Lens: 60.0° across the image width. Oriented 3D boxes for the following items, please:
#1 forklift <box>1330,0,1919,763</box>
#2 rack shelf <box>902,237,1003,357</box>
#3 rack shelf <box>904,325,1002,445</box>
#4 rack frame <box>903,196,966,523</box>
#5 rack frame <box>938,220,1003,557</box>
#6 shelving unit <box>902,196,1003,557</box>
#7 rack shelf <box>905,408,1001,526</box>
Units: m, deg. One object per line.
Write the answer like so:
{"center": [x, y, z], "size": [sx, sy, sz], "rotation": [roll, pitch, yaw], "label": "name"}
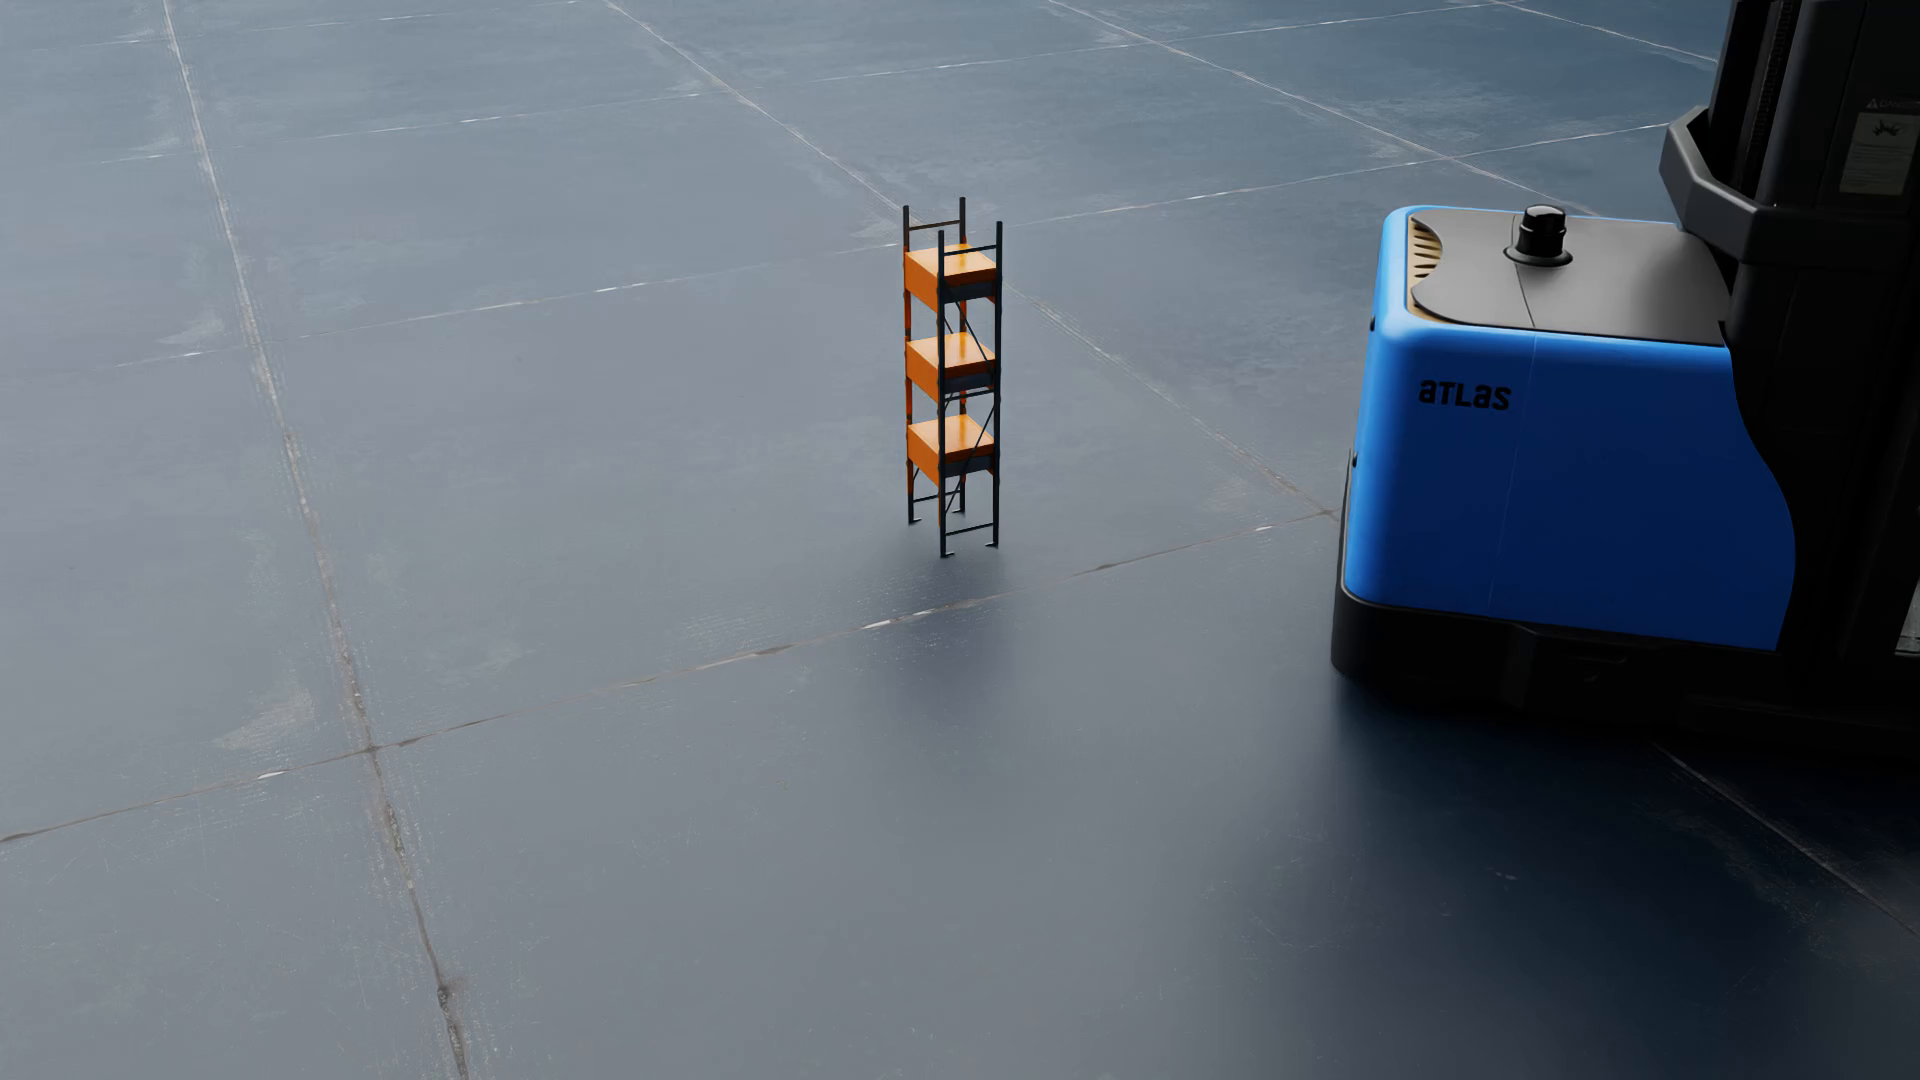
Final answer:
{"center": [2.580, -0.922, 3.898], "size": [3.031, 2.935, 1.130], "rotation": [7, 30, 12], "label": "forklift"}
{"center": [-0.023, -0.720, 4.902], "size": [0.215, 0.259, 0.240], "rotation": [-13, 32, -22], "label": "rack shelf"}
{"center": [-0.023, -0.472, 5.041], "size": [0.215, 0.259, 0.240], "rotation": [-13, 32, -22], "label": "rack shelf"}
{"center": [-0.075, -0.535, 5.131], "size": [0.200, 1.050, 0.008], "rotation": [-13, 32, -22], "label": "rack frame"}
{"center": [0.029, -0.428, 4.939], "size": [0.200, 1.050, 0.008], "rotation": [-13, 32, -22], "label": "rack frame"}
{"center": [-0.023, -0.482, 5.035], "size": [0.215, 1.050, 0.252], "rotation": [-13, 32, -22], "label": "shelving unit"}
{"center": [-0.023, -0.230, 5.176], "size": [0.215, 0.259, 0.240], "rotation": [-13, 32, -22], "label": "rack shelf"}
